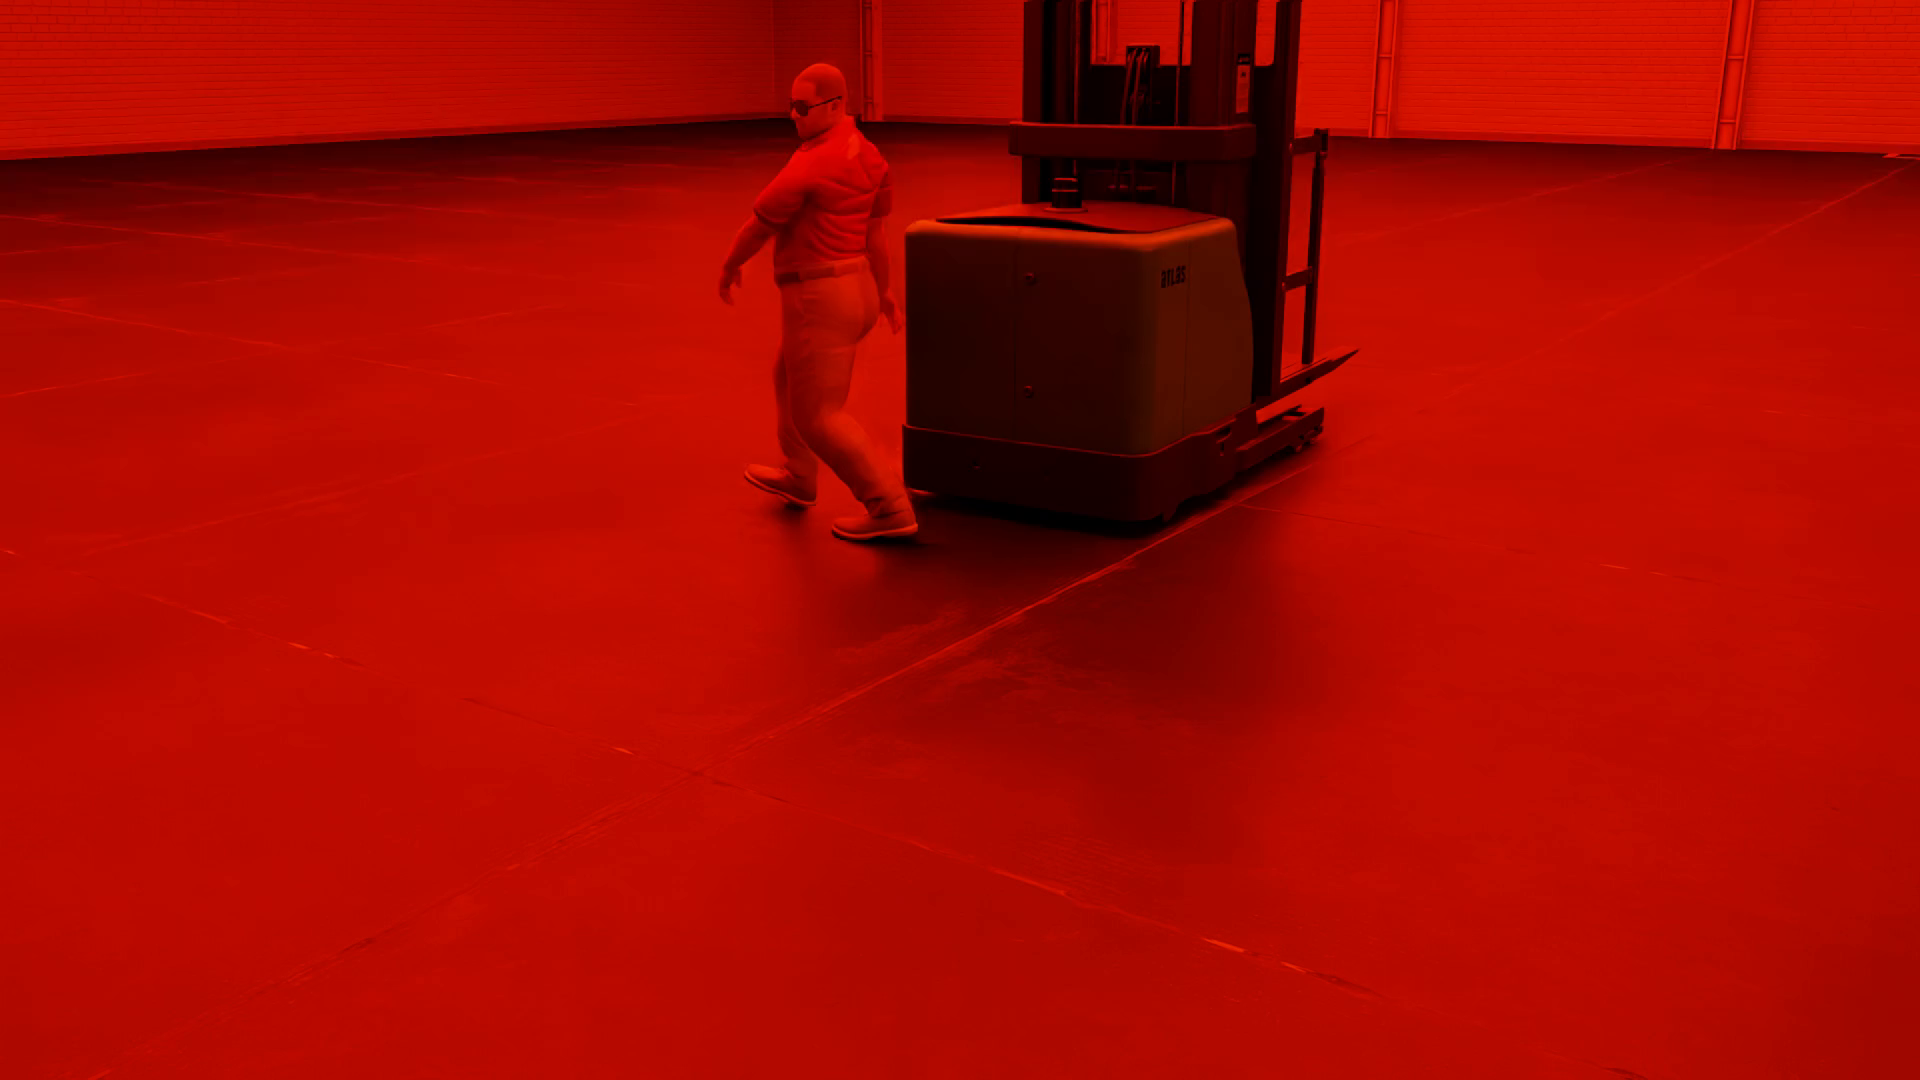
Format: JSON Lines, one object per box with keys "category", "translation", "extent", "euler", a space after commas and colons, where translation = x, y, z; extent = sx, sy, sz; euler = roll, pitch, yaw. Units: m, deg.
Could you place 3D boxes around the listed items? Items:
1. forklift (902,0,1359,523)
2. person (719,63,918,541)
{"category": "forklift", "translation": [0.961, -1.839, 6.982], "extent": [1.130, 2.935, 3.031], "euler": [10, 19, 29]}
{"category": "person", "translation": [-0.489, -0.866, 5.997], "extent": [0.853, 1.645, 0.699], "euler": [5, 17, 18]}
